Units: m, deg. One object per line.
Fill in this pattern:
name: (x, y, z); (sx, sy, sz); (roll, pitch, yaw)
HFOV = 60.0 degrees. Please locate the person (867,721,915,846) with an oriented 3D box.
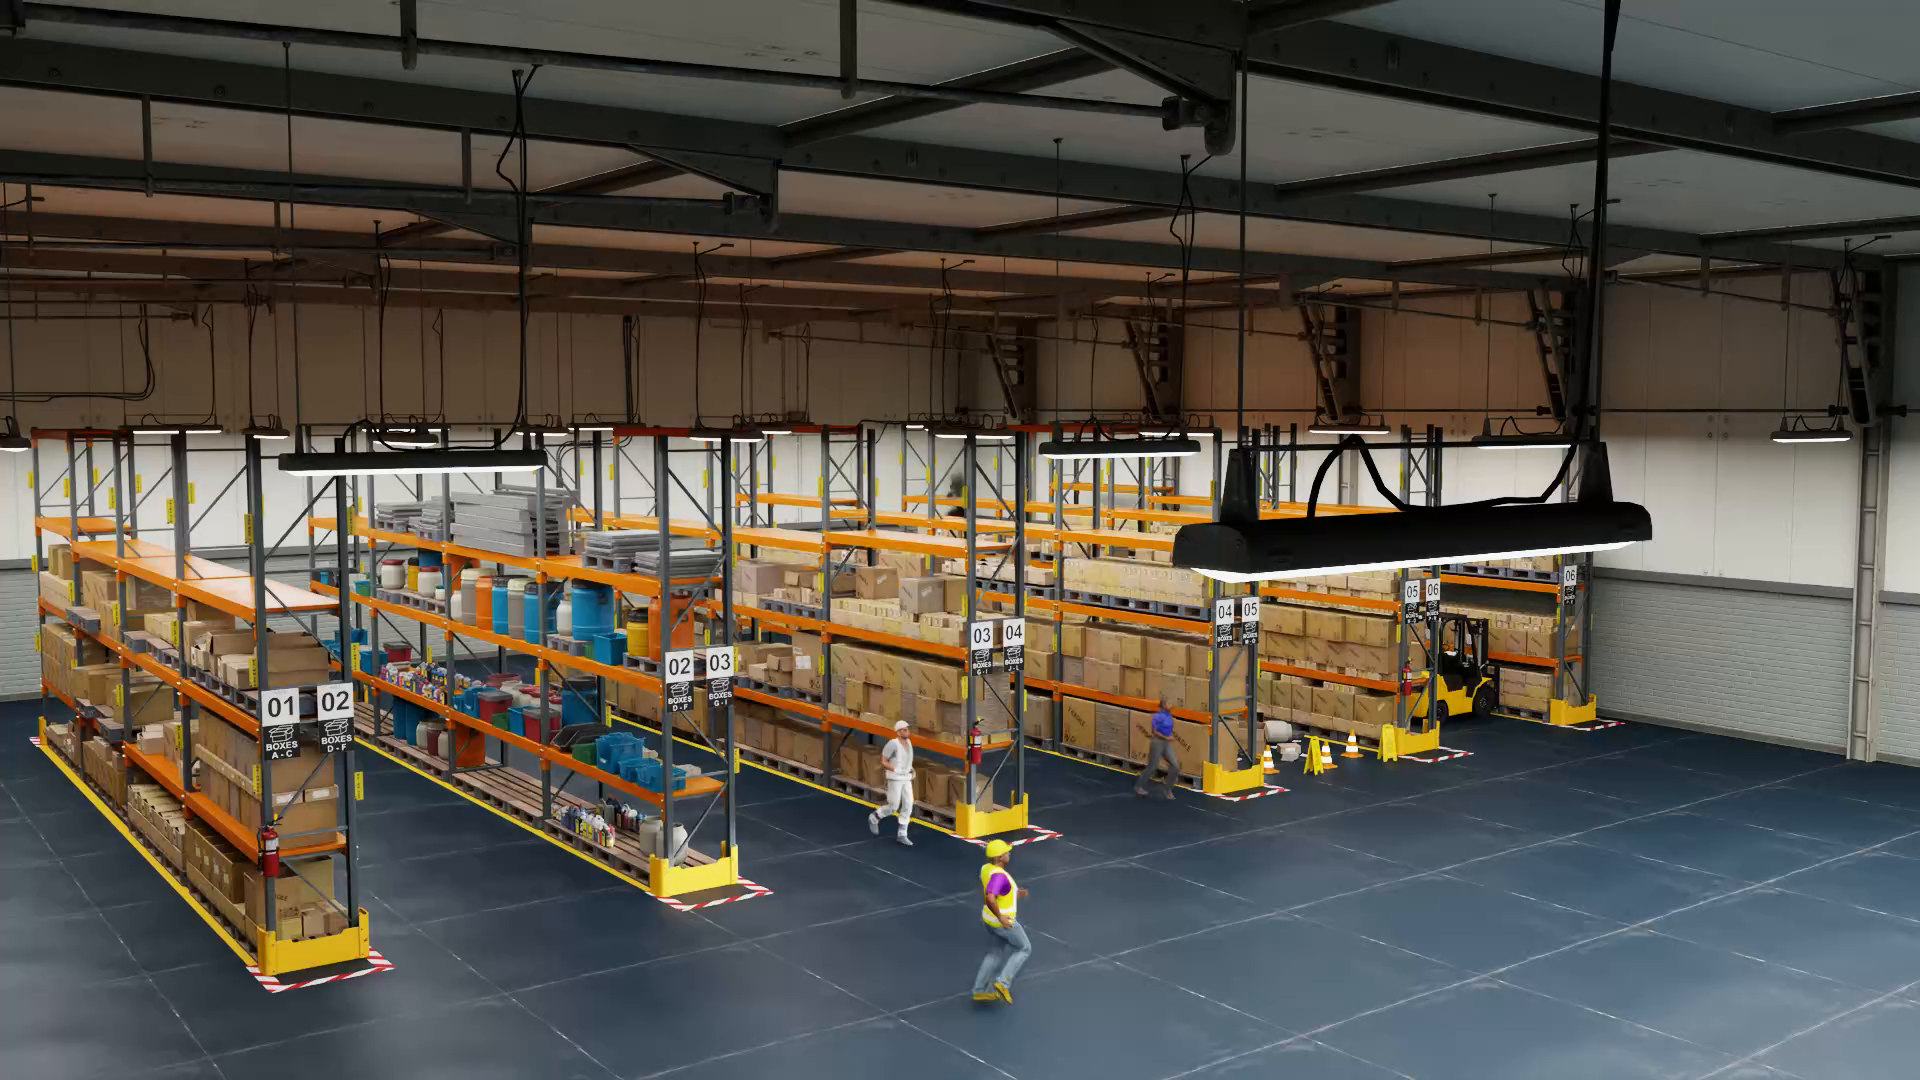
person: (-0.906, 3.534, 24.452); (0.816, 1.776, 0.694); (4, 6, 40)

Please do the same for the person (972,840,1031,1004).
person: (0.459, 4.060, 17.705); (0.688, 1.757, 0.675); (-2, 5, -23)

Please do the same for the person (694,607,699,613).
person: (-6.340, 2.421, 39.368); (0.719, 1.682, 0.575); (0, 4, 5)

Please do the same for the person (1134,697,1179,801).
person: (3.275, 3.399, 27.150); (0.699, 1.706, 0.649); (4, 6, 42)
